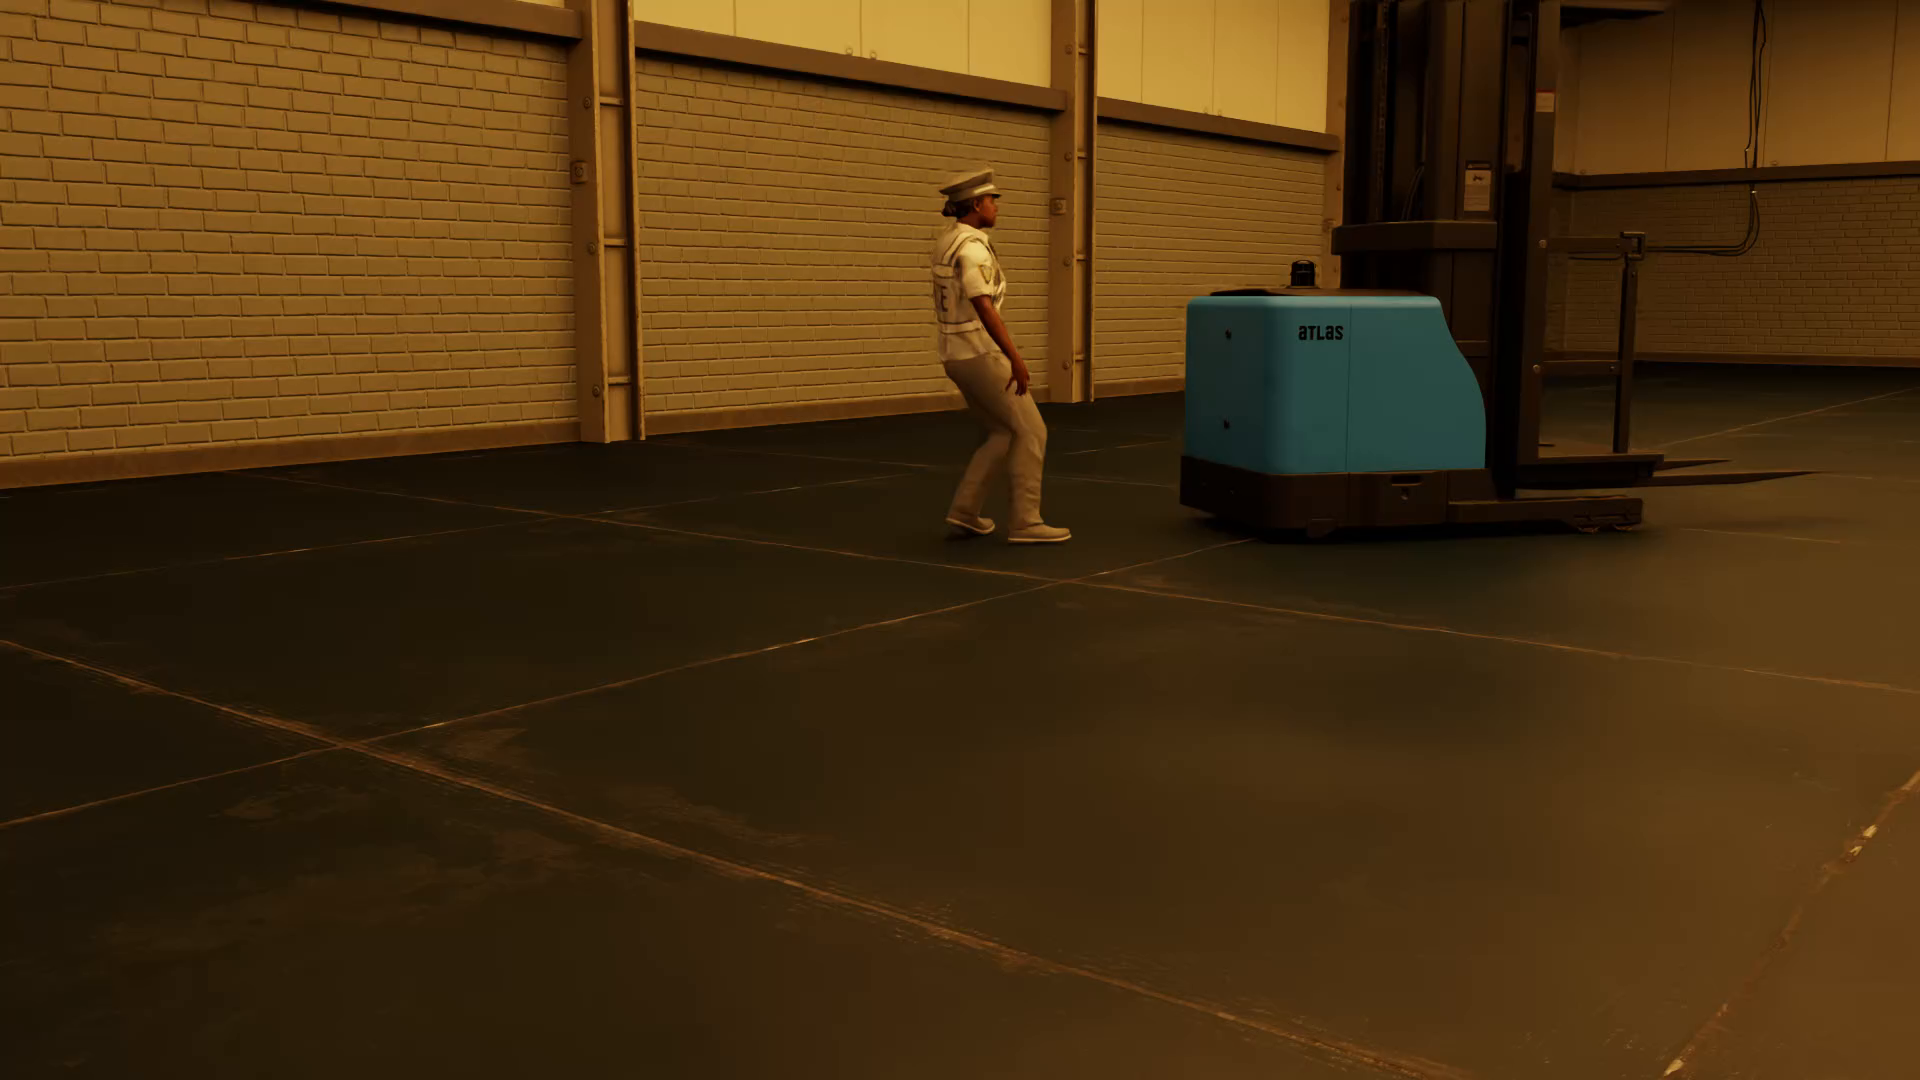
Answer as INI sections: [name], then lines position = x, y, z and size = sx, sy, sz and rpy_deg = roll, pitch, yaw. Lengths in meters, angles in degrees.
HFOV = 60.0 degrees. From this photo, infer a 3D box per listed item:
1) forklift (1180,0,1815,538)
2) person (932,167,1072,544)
[forklift]
position = 2.649, -1.552, 7.889
size = 3.031, 2.935, 1.130
rpy_deg = -2, 9, -15
[person]
position = 0.181, -0.809, 7.305
size = 0.587, 1.629, 0.643
rpy_deg = -1, 8, -9
